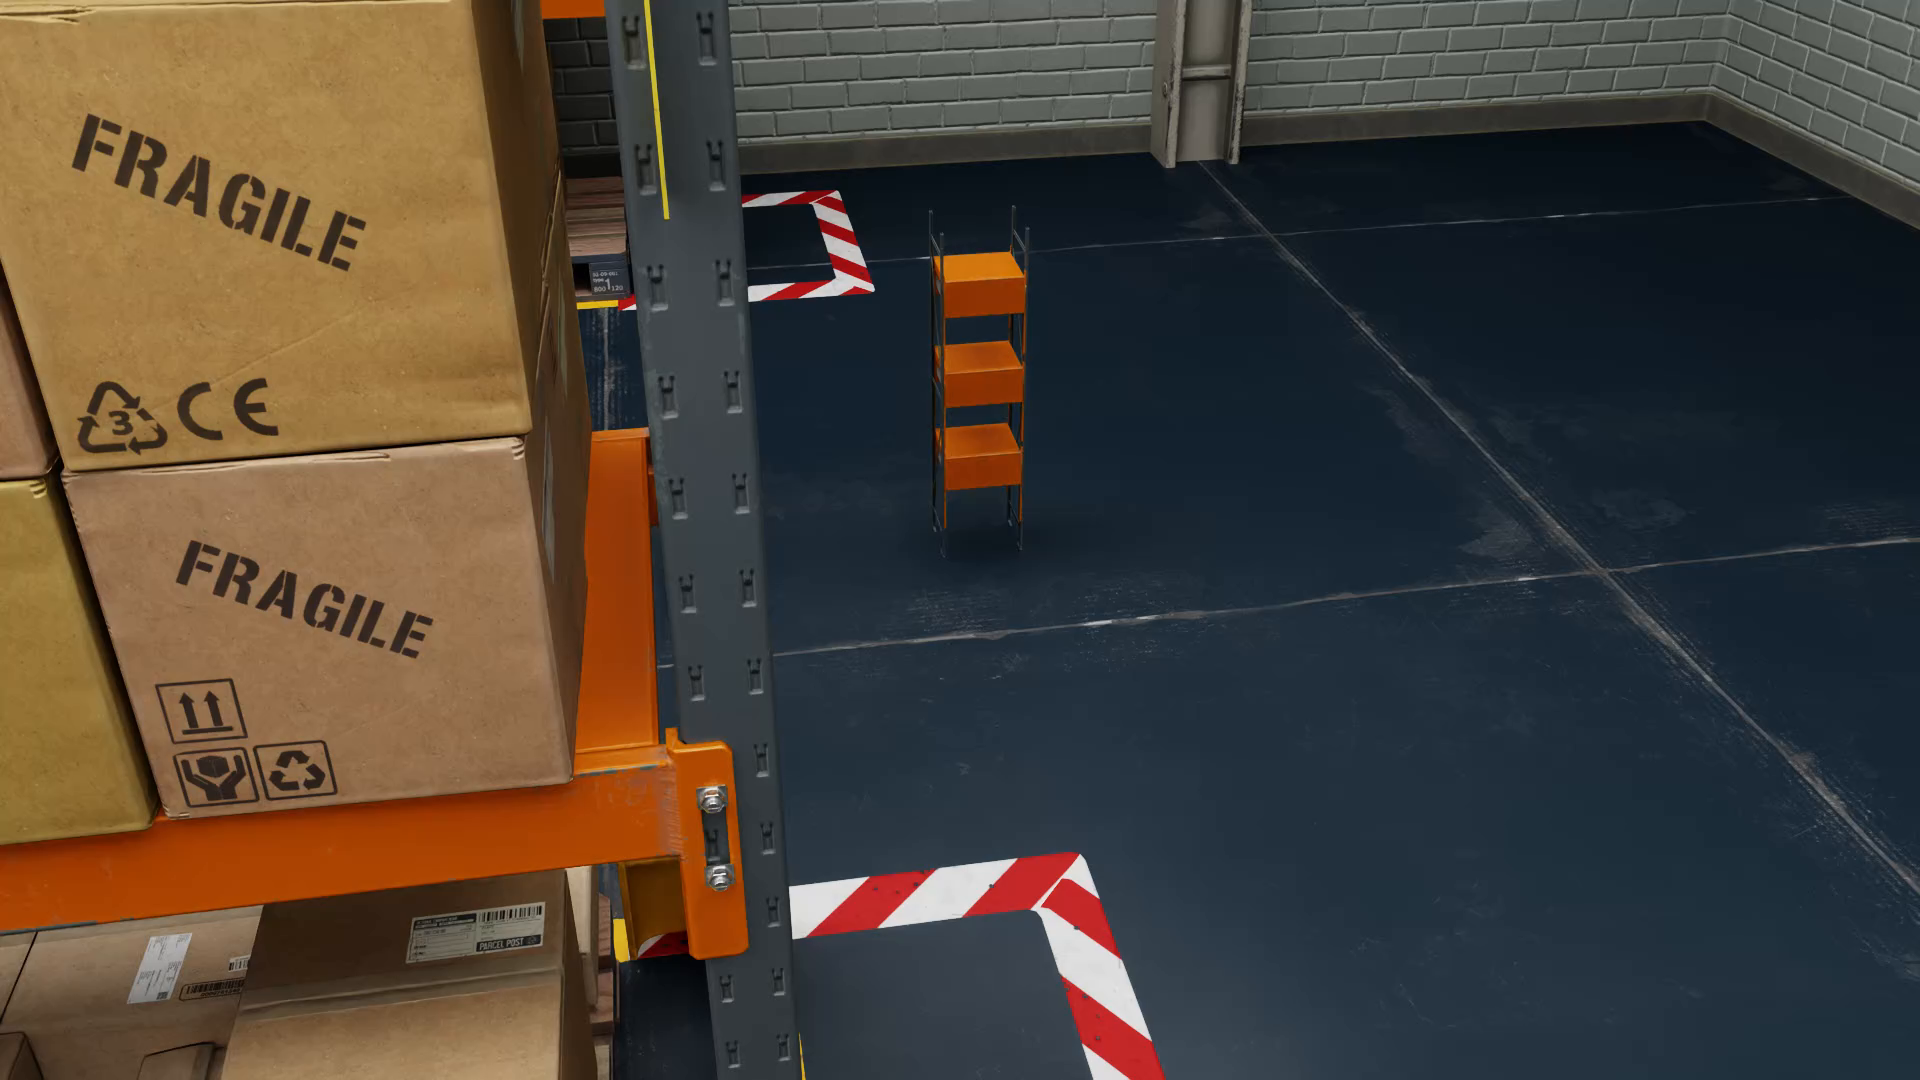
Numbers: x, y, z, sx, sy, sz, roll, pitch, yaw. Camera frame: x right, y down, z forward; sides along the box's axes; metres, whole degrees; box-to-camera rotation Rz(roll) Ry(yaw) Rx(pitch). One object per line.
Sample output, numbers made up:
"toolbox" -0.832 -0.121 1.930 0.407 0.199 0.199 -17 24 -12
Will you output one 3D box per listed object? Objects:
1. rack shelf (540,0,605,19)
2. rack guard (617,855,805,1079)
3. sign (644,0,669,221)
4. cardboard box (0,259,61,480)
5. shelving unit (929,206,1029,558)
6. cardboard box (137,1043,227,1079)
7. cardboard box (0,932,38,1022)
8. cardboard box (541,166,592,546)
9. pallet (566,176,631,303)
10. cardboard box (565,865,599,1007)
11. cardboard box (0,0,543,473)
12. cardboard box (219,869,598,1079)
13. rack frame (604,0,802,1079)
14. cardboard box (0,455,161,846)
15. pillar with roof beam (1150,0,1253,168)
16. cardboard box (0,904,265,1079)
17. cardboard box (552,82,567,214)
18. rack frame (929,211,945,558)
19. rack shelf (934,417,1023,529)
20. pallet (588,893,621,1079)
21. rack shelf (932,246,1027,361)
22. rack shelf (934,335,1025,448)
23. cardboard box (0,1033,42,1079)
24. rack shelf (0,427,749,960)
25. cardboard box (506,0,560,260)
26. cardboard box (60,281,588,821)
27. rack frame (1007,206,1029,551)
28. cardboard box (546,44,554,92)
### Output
"rack shelf" -3.255 -2.114 6.595 4.000 0.370 1.077 -5 31 -9
"rack guard" -0.466 0.947 3.146 0.348 0.500 1.175 -5 31 -9
"sign" -0.311 -0.494 1.677 0.005 0.325 0.100 -5 31 -9
"cardboard box" -1.277 -0.387 1.864 0.500 0.500 0.500 -4 31 -8
"shelving unit" 0.053 -0.457 4.992 0.252 1.050 0.215 -5 31 -9
"cardboard box" -1.297 1.059 2.851 0.250 0.166 0.380 -5 31 -9
"cardboard box" -1.961 0.858 3.110 0.500 0.250 0.500 -5 31 -9
"cardboard box" -0.876 -0.271 2.653 0.500 0.500 0.500 -5 31 -8
"pallet" -2.060 -1.292 7.240 1.213 0.211 1.003 -5 31 -9
"cardboard box" -0.865 0.769 3.361 0.250 0.149 0.380 -5 31 -9
"cardboard box" -0.780 -0.433 1.943 0.500 0.500 0.500 -6 31 -9
"cardboard box" -0.882 0.923 2.753 0.500 0.500 0.500 -5 31 -9
"rack frame" -0.392 -0.137 2.524 0.127 3.000 1.000 -5 31 -9
"cardboard box" -1.293 0.045 2.115 0.500 0.500 0.500 -5 31 -8
"pillar with roof beam" 1.988 -3.724 2.705 0.400 9.000 9.100 -5 31 -9
"cardboard box" -1.469 0.812 3.188 0.500 0.250 0.500 -5 31 -9
"cardboard box" -1.958 -1.596 7.057 0.500 0.500 0.700 -5 31 -9
"rack frame" -0.067 -0.446 4.973 0.008 1.050 0.200 -5 31 -9
"rack shelf" 0.053 -0.209 5.138 0.240 0.259 0.215 -5 31 -9
"pallet" -1.250 1.145 3.094 1.213 0.211 1.003 -5 31 -9
"rack shelf" 0.053 -0.693 4.854 0.240 0.259 0.215 -5 31 -9
"rack shelf" 0.053 -0.448 4.998 0.240 0.259 0.215 -5 31 -9
"cardboard box" -1.822 1.103 2.694 0.500 0.250 0.500 -5 31 -9
"rack shelf" -2.359 0.356 2.396 4.000 0.370 1.077 -5 31 -9
"cardboard box" -0.876 -0.702 2.400 0.500 0.500 0.500 -4 31 -7
"cardboard box" -0.783 -0.004 2.198 0.500 0.500 0.500 -4 31 -7
"rack frame" 0.173 -0.469 5.011 0.008 1.050 0.200 -5 31 -9
"cardboard box" -1.871 -1.987 7.082 0.250 0.149 0.380 -5 31 -9
